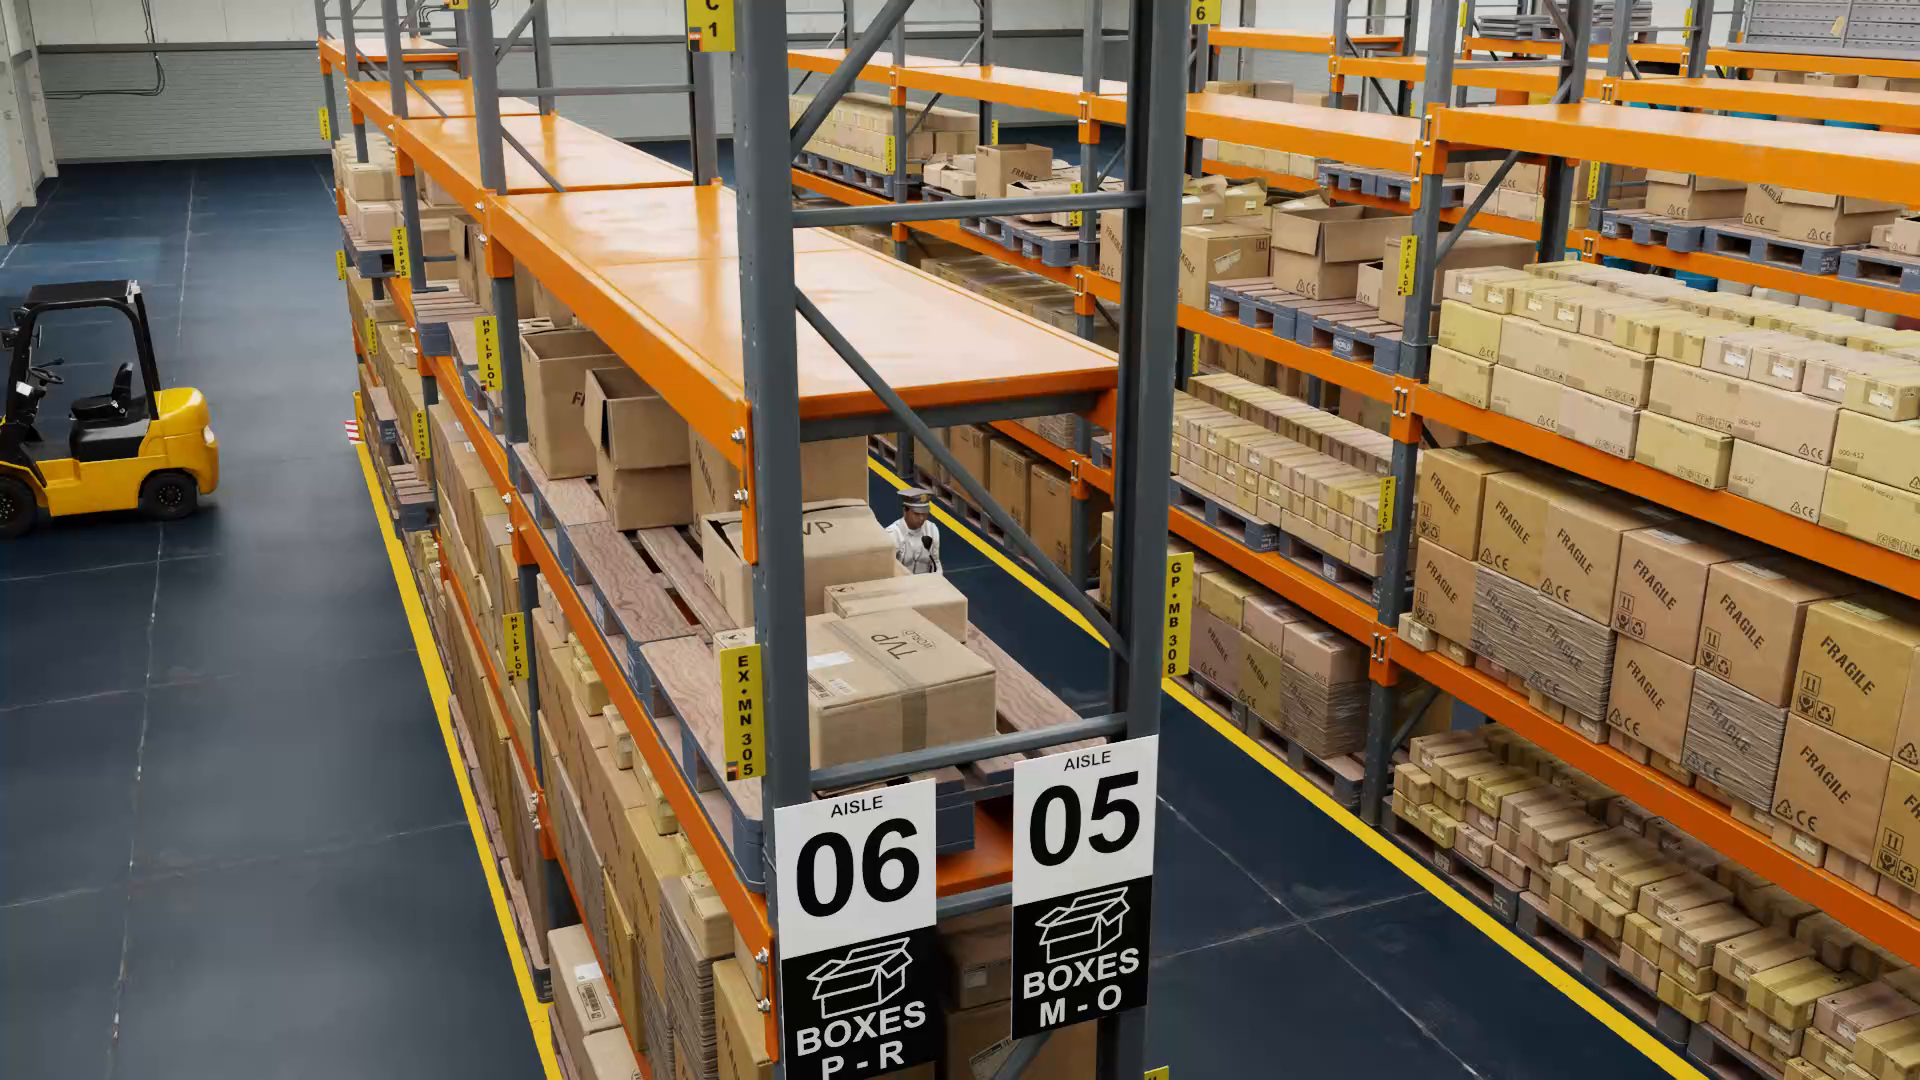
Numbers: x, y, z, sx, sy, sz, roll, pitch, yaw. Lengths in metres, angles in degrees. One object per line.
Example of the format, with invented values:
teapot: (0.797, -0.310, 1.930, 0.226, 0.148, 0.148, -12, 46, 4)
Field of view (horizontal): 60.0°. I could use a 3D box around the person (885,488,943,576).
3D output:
person: (-0.350, 0.427, 11.582, 0.544, 1.663, 0.376, -9, 21, -25)
